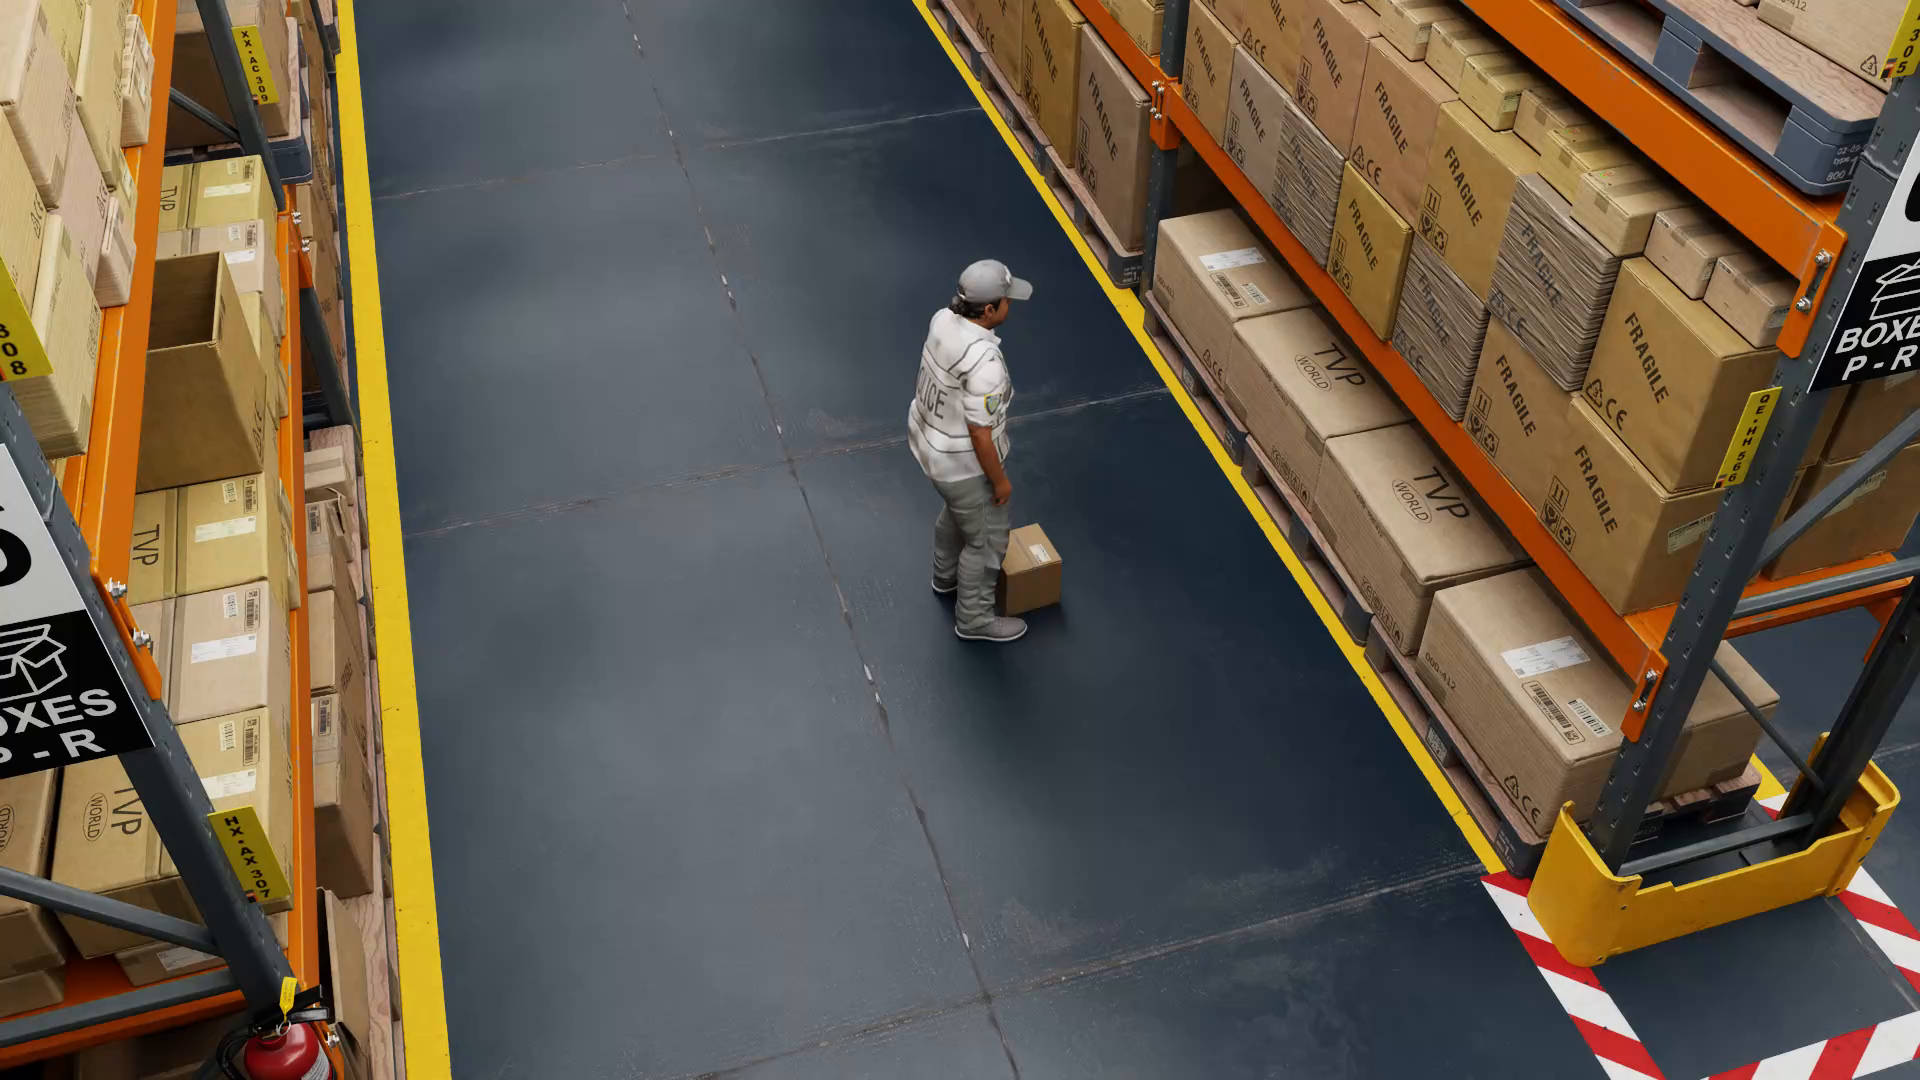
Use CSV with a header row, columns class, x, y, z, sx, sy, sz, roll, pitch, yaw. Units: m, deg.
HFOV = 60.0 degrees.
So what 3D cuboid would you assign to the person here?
class,x,y,z,sx,sy,sz,roll,pitch,yaw
person,0.055,-0.349,6.536,0.465,1.667,0.561,-14,44,-15
